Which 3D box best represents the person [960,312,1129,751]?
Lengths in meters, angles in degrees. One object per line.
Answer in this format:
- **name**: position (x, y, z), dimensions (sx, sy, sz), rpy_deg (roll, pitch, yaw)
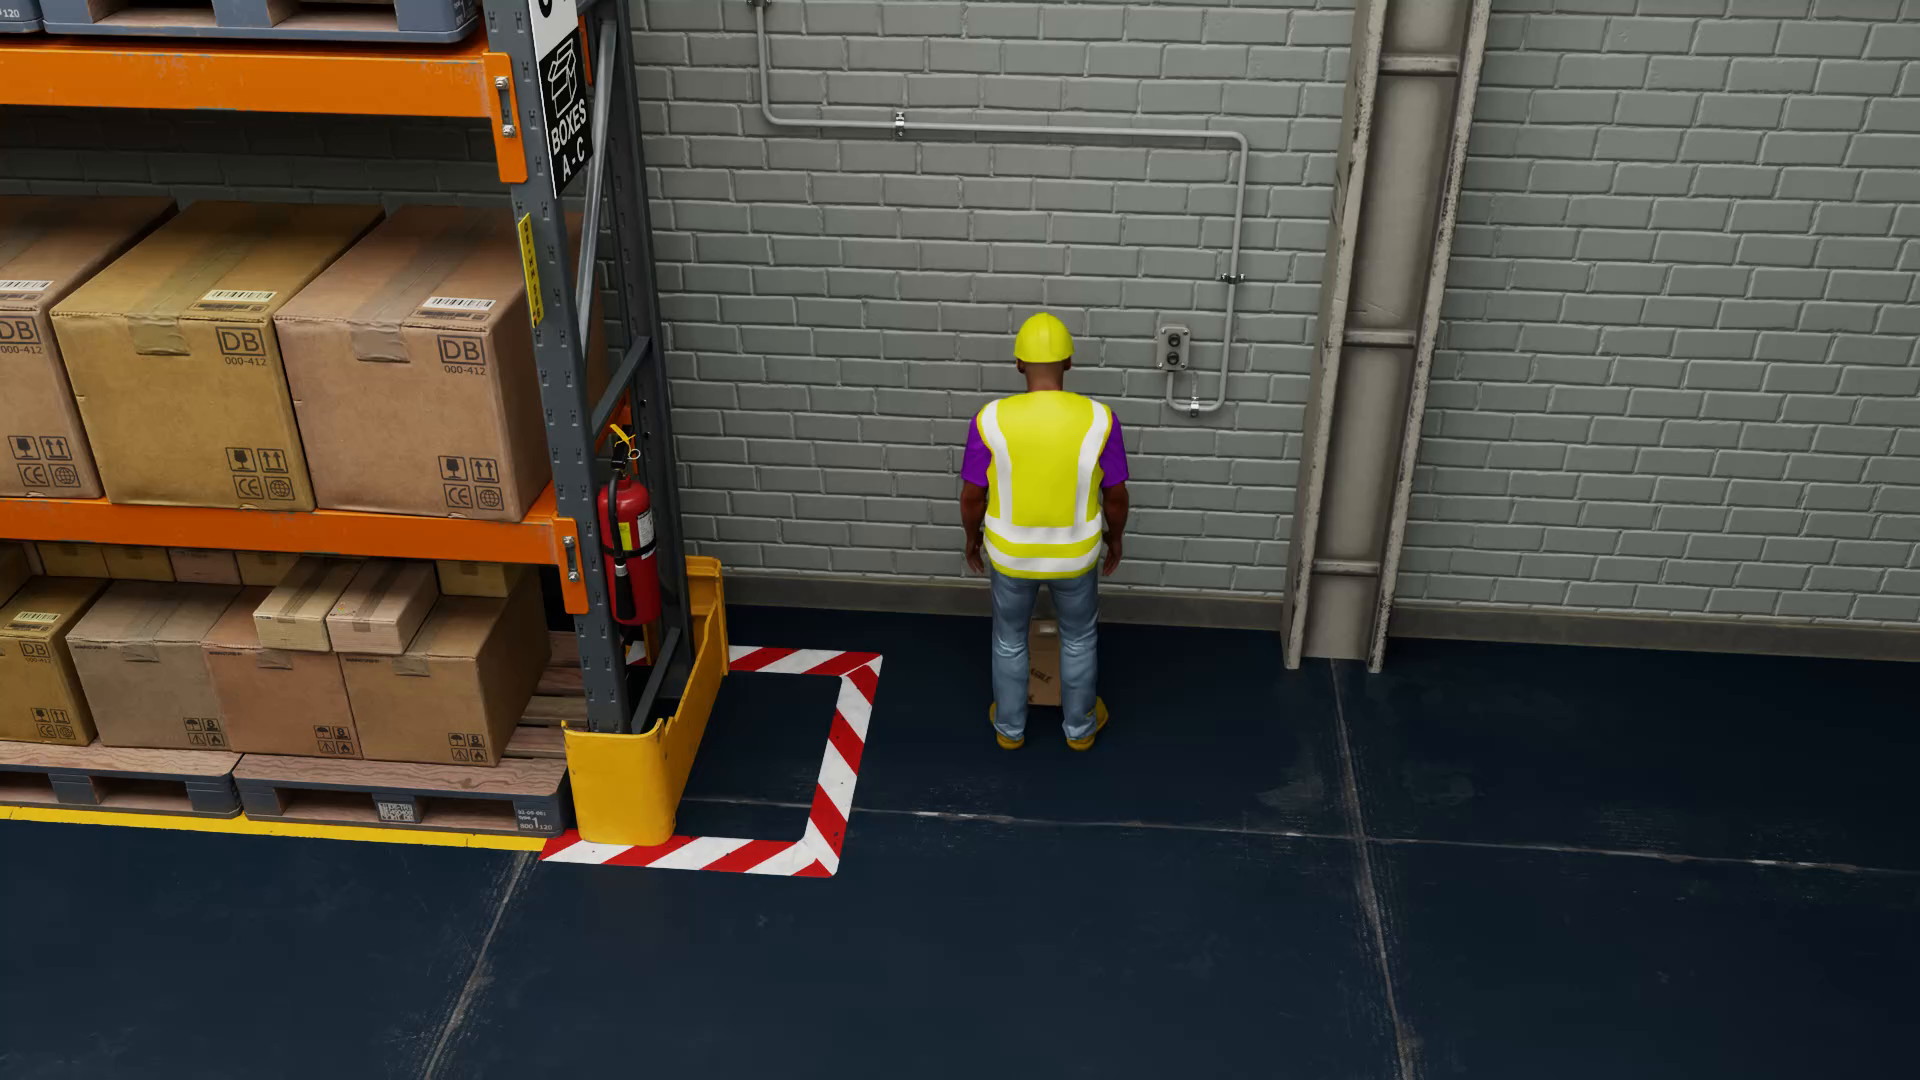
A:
- **person**: position (0.305, 0.013, 6.100), dimensions (0.606, 1.758, 0.449), rpy_deg (1, 32, 2)
